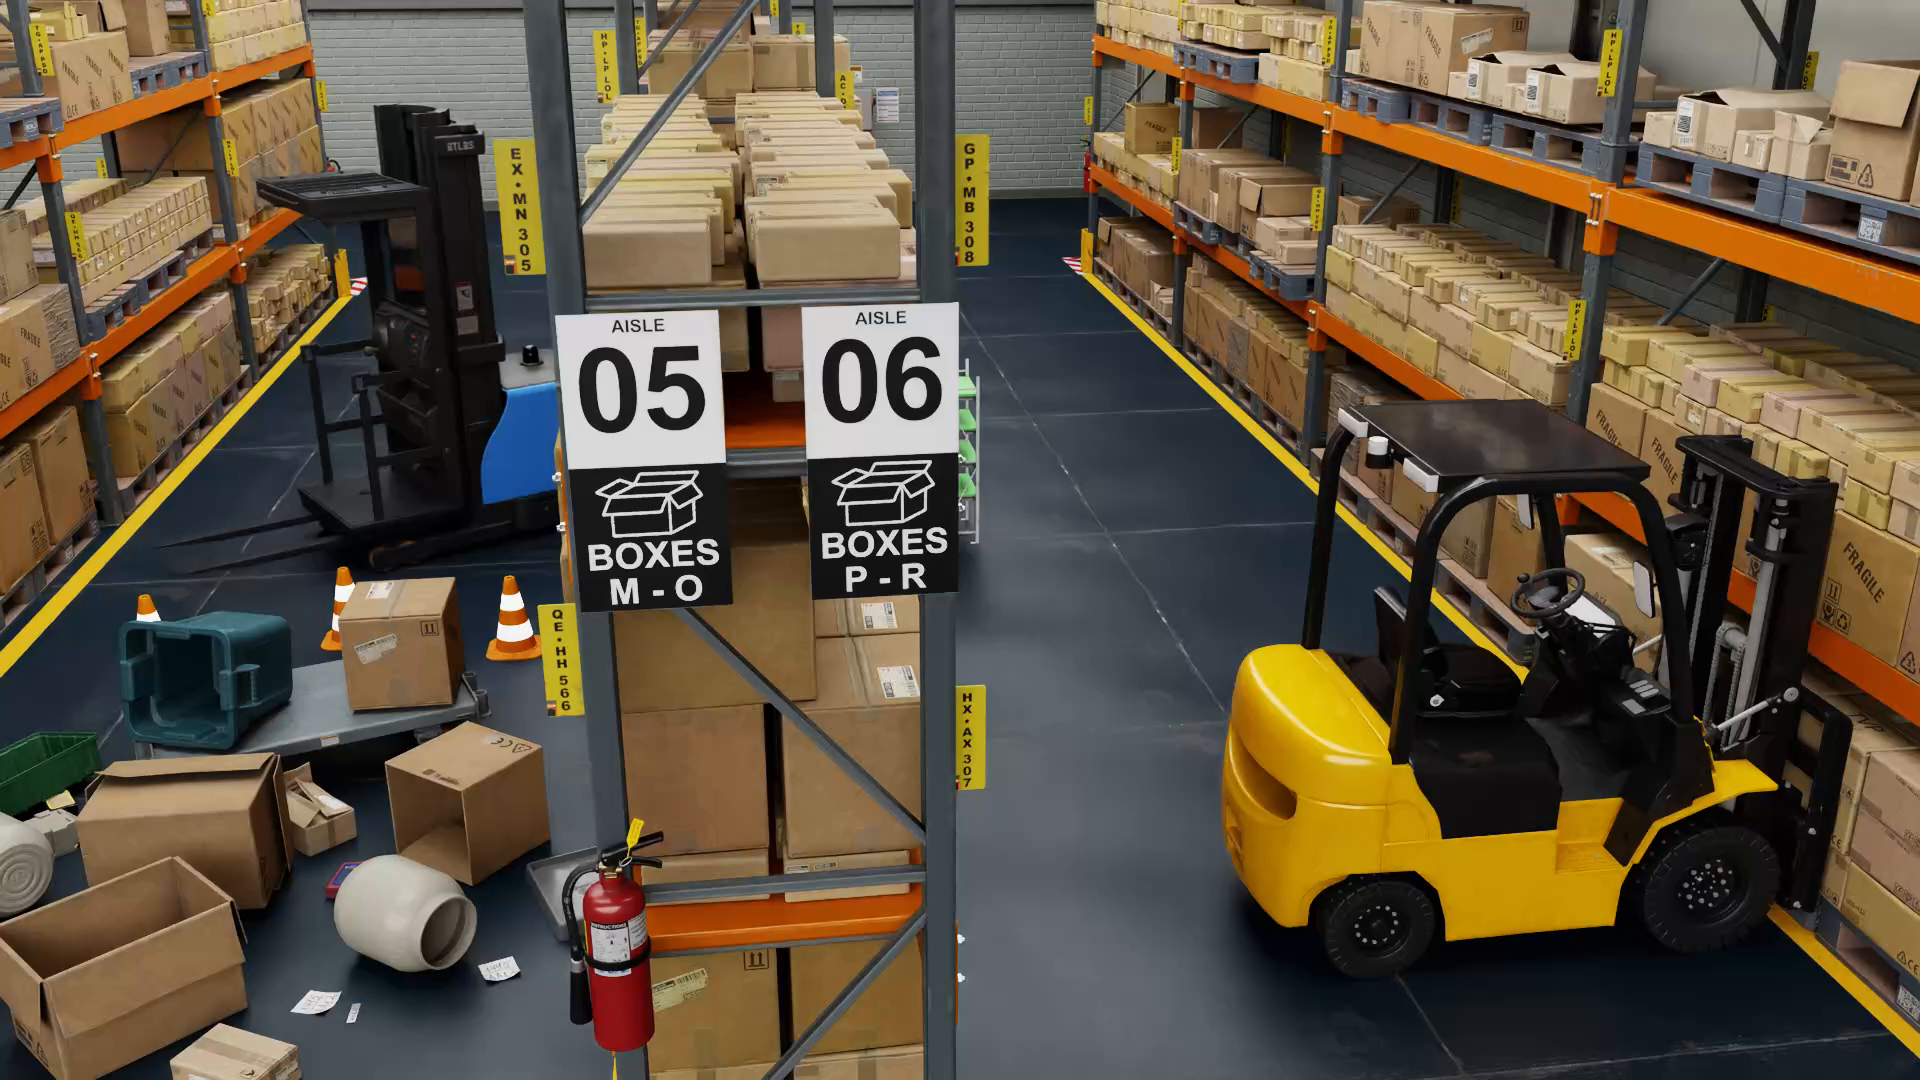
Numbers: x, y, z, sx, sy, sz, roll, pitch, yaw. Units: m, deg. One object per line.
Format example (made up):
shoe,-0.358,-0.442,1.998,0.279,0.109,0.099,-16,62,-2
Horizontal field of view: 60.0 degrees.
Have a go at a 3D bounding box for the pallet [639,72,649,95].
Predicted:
pallet,-1.813,-3.314,12.285,1.213,0.211,1.003,-2,21,-5

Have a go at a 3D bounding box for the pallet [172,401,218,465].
pallet,-6.835,-0.878,13.766,1.003,0.211,1.213,-3,21,-8

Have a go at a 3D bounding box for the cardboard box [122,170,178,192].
cardboard box,-7.477,-3.217,15.474,0.500,0.500,0.500,-3,21,-8

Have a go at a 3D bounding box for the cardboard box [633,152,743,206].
cardboard box,-0.935,-1.217,5.619,0.380,0.149,0.250,-4,21,-9

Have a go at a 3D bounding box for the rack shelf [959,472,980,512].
rack shelf,-0.024,-0.335,11.766,0.258,0.148,0.480,-3,21,-8

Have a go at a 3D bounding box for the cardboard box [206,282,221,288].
cardboard box,-7.647,-2.483,16.700,0.380,0.149,0.250,-4,21,-10

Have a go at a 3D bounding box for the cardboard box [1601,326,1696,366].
cardboard box,3.573,-1.009,8.634,0.380,0.149,0.250,-2,21,-7

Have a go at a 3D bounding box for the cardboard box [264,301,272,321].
cardboard box,-7.096,-2.279,16.580,0.380,0.149,0.250,-4,21,-11

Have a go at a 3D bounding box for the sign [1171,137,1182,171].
sign,2.131,-3.789,16.337,0.100,0.325,0.005,-3,21,-8

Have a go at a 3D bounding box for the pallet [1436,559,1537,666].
pallet,3.675,0.409,10.318,1.003,0.211,1.213,-3,21,-8

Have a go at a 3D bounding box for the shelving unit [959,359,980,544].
shelving unit,-0.024,-0.619,11.660,0.258,1.200,0.503,-3,21,-8

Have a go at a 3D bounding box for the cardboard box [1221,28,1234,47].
cardboard box,2.494,-4.379,14.483,0.380,0.149,0.250,-2,21,-6

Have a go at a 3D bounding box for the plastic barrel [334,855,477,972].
plastic barrel,-2.310,1.561,6.932,0.512,0.421,0.421,12,24,30

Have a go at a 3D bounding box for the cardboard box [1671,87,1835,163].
cardboard box,3.699,-1.951,7.749,0.500,0.311,0.500,-2,21,-7

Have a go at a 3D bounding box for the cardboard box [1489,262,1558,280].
cardboard box,3.731,-1.746,11.035,0.380,0.149,0.250,-2,21,-6

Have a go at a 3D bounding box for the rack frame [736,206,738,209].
rack frame,-1.091,-0.392,8.479,1.000,3.000,0.127,-3,21,-8

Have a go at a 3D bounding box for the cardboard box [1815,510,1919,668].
cardboard box,3.926,0.180,6.805,0.500,0.500,0.500,-3,21,-9

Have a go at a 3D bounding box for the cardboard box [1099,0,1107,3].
cardboard box,1.906,-6.341,19.194,0.500,0.250,0.500,-3,21,-8

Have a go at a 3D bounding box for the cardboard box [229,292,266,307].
cardboard box,-7.039,-2.330,16.293,0.380,0.149,0.250,-3,21,-9

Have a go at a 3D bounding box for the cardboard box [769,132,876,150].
cardboard box,-0.511,-1.423,6.170,0.380,0.149,0.250,-3,21,-7

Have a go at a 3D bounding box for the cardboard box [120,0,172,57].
cardboard box,-7.182,-4.389,14.151,0.700,0.500,0.500,-3,21,-8

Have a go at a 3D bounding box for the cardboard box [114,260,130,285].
cardboard box,-6.535,-2.016,12.586,0.380,0.149,0.250,-2,21,-5

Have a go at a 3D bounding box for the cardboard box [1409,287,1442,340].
cardboard box,3.293,-1.496,10.933,0.500,0.250,0.500,-3,21,-7

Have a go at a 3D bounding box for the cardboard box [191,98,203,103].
cardboard box,-7.603,-4.038,16.243,0.500,0.500,0.500,-2,21,-6

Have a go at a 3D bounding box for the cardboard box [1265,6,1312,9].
cardboard box,2.958,-4.721,14.974,0.380,0.149,0.250,-2,21,-6

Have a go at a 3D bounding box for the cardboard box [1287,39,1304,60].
cardboard box,2.845,-3.928,13.303,0.380,0.149,0.250,-3,21,-8

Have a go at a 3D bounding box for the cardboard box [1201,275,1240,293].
cardboard box,2.572,-2.514,16.205,0.380,0.149,0.250,-3,21,-9

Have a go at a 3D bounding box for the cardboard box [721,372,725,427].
cardboard box,-0.843,-0.404,4.583,0.380,0.149,0.250,-3,21,-8

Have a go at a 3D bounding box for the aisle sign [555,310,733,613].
aisle sign,-0.793,-0.189,4.220,0.394,0.787,0.004,-3,21,-8

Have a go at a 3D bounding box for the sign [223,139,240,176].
sign,-6.579,-3.449,15.009,0.100,0.325,0.005,-3,21,-8

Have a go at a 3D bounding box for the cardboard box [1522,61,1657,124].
cardboard box,3.475,-2.489,9.191,0.500,0.311,0.500,-4,21,-9

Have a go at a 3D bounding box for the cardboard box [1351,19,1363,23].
cardboard box,3.333,-4.096,13.329,0.380,0.149,0.250,-2,21,-6

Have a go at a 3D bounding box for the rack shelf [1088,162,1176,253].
rack shelf,2.379,-3.769,18.549,1.077,0.370,4.000,-3,21,-8

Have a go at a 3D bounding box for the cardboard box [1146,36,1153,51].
cardboard box,2.178,-5.255,17.572,0.380,0.149,0.250,-3,21,-7

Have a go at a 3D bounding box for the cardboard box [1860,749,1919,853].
cardboard box,3.942,1.044,6.535,0.500,0.250,0.500,-3,21,-7

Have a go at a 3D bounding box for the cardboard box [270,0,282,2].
cardboard box,-7.244,-5.653,17.207,0.380,0.149,0.250,-3,21,-7

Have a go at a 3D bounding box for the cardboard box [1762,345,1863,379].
cardboard box,4.212,-0.859,8.233,0.380,0.149,0.250,-3,21,-8

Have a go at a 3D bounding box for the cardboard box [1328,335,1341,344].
cardboard box,3.350,-1.730,14.106,0.380,0.149,0.250,-3,21,-7

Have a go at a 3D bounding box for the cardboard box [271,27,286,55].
cardboard box,-7.238,-5.104,17.023,0.500,0.250,0.500,-2,21,-5

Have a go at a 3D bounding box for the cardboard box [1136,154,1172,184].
cardboard box,2.206,-3.993,17.909,0.500,0.250,0.500,-3,21,-8

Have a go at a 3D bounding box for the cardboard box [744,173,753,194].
cardboard box,-0.540,-1.200,6.144,0.500,0.250,0.500,-2,21,-7

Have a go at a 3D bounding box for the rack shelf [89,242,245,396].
rack shelf,-6.840,-1.848,13.405,1.077,0.370,4.000,-3,21,-8

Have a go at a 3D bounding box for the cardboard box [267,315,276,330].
cardboard box,-7.074,-2.142,16.638,0.380,0.149,0.250,-3,21,-9

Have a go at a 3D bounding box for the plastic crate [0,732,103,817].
plastic crate,-4.653,1.177,8.215,0.450,0.188,0.662,-2,18,24

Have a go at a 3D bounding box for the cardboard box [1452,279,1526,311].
cardboard box,3.338,-1.543,10.489,0.380,0.149,0.250,-3,21,-7

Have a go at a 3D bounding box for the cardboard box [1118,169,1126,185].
cardboard box,2.003,-4.105,18.778,0.380,0.149,0.250,-4,21,-9

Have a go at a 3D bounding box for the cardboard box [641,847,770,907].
cardboard box,-0.780,0.992,5.133,0.380,0.149,0.250,-2,21,-6

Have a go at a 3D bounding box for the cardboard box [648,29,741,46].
cardboard box,-1.470,-2.704,9.283,0.500,0.250,0.500,-3,21,-7

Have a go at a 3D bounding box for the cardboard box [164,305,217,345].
cardboard box,-6.710,-1.831,14.231,0.500,0.250,0.500,-2,21,-5

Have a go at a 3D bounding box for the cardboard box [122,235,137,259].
cardboard box,-6.577,-2.248,12.782,0.380,0.149,0.250,-3,21,-8

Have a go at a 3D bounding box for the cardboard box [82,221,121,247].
cardboard box,-6.536,-2.290,12.468,0.380,0.149,0.250,-4,21,-10

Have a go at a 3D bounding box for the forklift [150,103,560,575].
forklift,-3.959,-1.366,11.186,3.031,2.935,1.130,-15,25,-36

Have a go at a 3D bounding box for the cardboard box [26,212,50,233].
cardboard box,-7.260,-2.445,12.883,0.380,0.149,0.250,-2,21,-5

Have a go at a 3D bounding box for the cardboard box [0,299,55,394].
cardboard box,-6.150,-1.224,10.564,0.500,0.500,0.500,-3,21,-8

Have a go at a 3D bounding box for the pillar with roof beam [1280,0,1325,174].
pillar with roof beam,-0.802,-6.293,15.705,9.100,9.000,0.400,-3,21,-8
